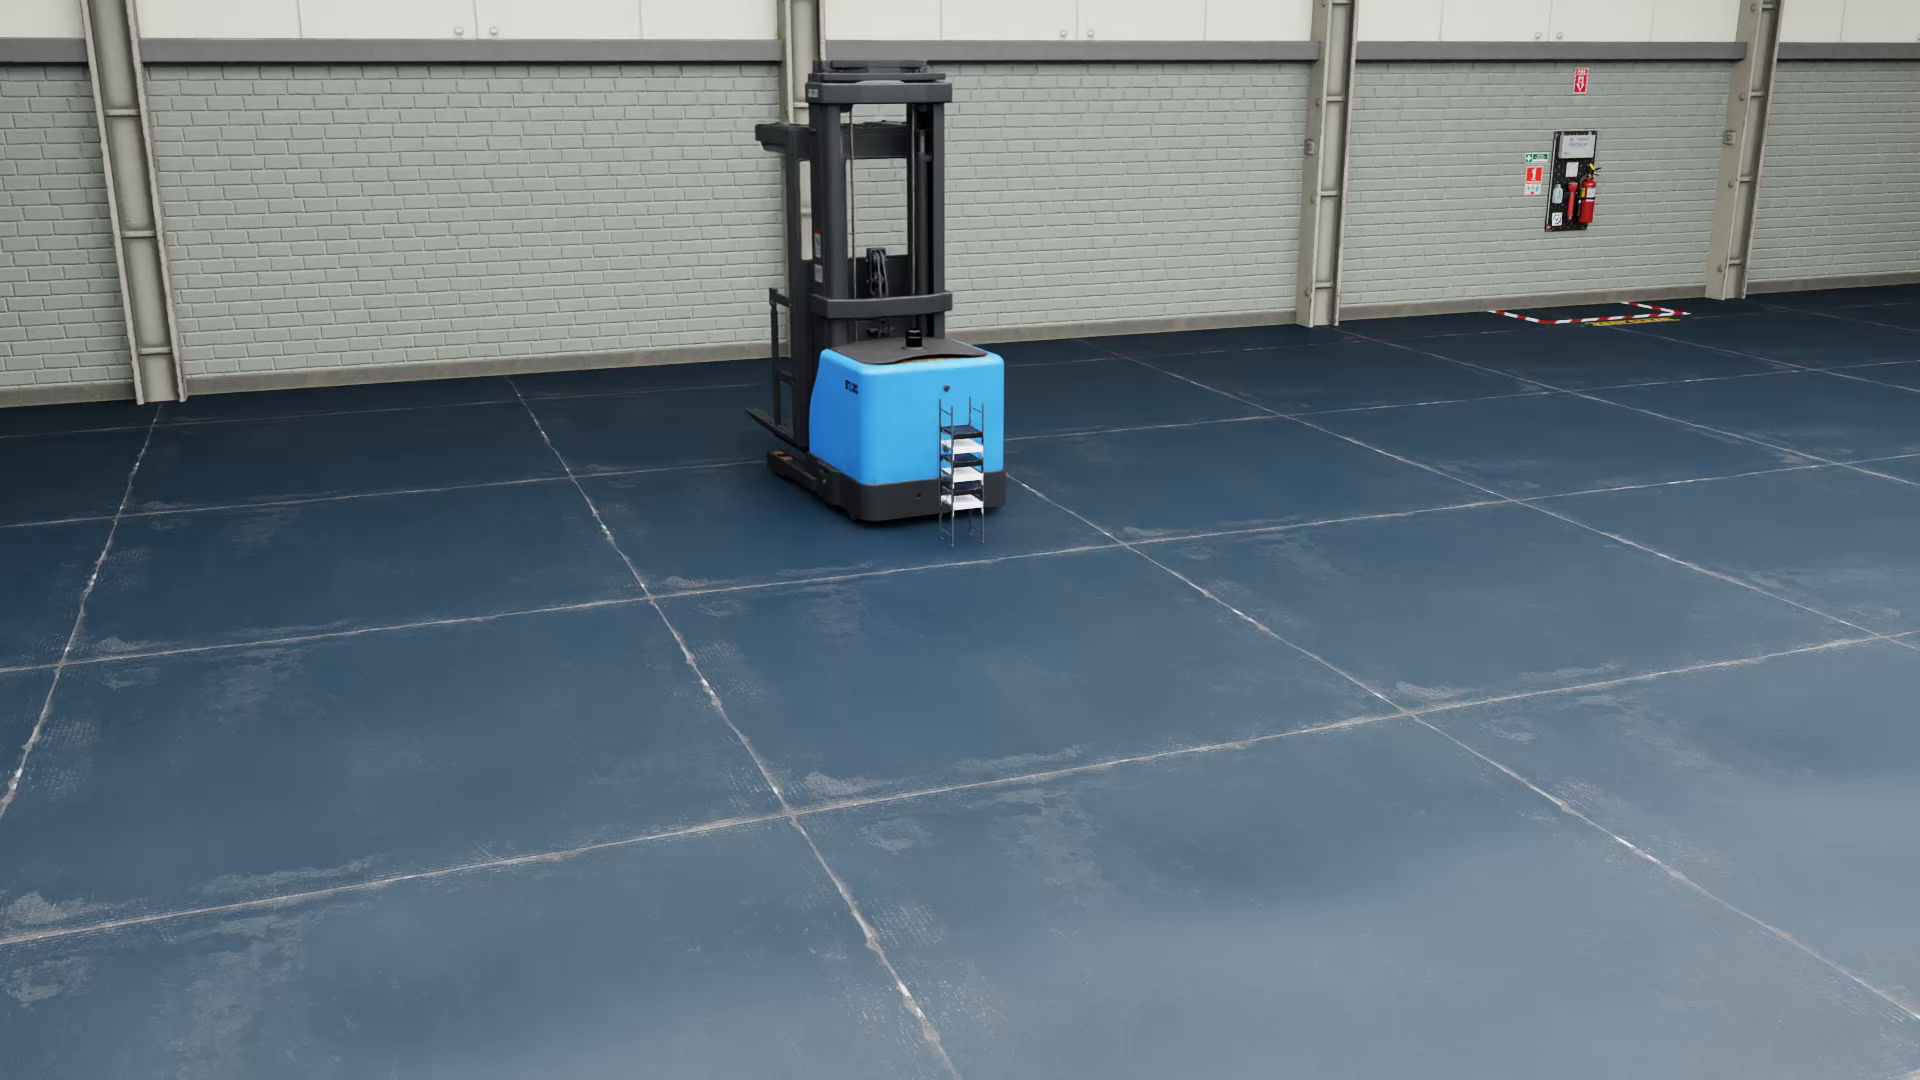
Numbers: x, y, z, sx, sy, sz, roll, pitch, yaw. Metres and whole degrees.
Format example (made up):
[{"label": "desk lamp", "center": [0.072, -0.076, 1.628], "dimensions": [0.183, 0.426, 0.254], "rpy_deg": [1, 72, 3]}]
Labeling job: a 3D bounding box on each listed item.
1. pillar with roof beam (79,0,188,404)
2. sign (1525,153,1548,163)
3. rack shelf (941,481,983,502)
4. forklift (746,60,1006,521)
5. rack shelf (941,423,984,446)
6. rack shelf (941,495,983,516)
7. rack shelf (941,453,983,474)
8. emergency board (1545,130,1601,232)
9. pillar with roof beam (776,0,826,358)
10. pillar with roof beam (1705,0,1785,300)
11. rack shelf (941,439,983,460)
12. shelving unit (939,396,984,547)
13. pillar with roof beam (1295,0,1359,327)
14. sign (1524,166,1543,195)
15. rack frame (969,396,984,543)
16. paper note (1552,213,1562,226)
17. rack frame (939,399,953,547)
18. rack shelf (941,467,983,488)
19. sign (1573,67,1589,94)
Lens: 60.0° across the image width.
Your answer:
[{"label": "pillar with roof beam", "center": [-5.593, -4.441, 9.751], "dimensions": [0.400, 9.000, 9.100], "rpy_deg": [-6, 17, -20]}, {"label": "sign", "center": [6.808, -4.512, 19.636], "dimensions": [0.331, 0.109, 0.001], "rpy_deg": [-6, 17, -20]}, {"label": "rack shelf", "center": [0.008, -0.314, 10.509], "dimensions": [0.200, 0.077, 0.258], "rpy_deg": [-6, 17, -20]}, {"label": "forklift", "center": [-0.776, -1.897, 11.855], "dimensions": [1.130, 2.935, 3.031], "rpy_deg": [-7, 18, -24]}, {"label": "rack shelf", "center": [0.008, -0.660, 10.408], "dimensions": [0.200, 0.077, 0.258], "rpy_deg": [-6, 17, -20]}, {"label": "rack shelf", "center": [0.008, -0.228, 10.534], "dimensions": [0.200, 0.077, 0.258], "rpy_deg": [-6, 17, -20]}, {"label": "rack shelf", "center": [0.008, -0.487, 10.458], "dimensions": [0.200, 0.077, 0.258], "rpy_deg": [-6, 17, -20]}, {"label": "emergency board", "center": [7.354, -4.271, 19.819], "dimensions": [0.643, 1.169, 0.194], "rpy_deg": [-6, 17, -20]}, {"label": "pillar with roof beam", "center": [0.010, -5.046, 11.811], "dimensions": [0.400, 9.000, 9.100], "rpy_deg": [-6, 17, -20]}, {"label": "pillar with roof beam", "center": [11.215, -6.256, 15.931], "dimensions": [0.400, 9.000, 9.100], "rpy_deg": [-6, 17, -20]}, {"label": "rack shelf", "center": [0.008, -0.573, 10.433], "dimensions": [0.200, 0.077, 0.258], "rpy_deg": [-6, 17, -20]}, {"label": "shelving unit", "center": [0.008, -0.433, 10.474], "dimensions": [0.210, 0.900, 0.258], "rpy_deg": [-6, 17, -20]}, {"label": "pillar with roof beam", "center": [5.613, -5.651, 13.871], "dimensions": [0.400, 9.000, 9.100], "rpy_deg": [-6, 17, -20]}, {"label": "sign", "center": [6.800, -4.260, 19.717], "dimensions": [0.234, 0.329, 0.001], "rpy_deg": [-6, 17, -20]}, {"label": "rack frame", "center": [0.103, -0.443, 10.509], "dimensions": [0.006, 0.900, 0.240], "rpy_deg": [-6, 17, -20]}, {"label": "paper note", "center": [7.164, -3.849, 19.945], "dimensions": [0.142, 0.148, 0.016], "rpy_deg": [-6, 17, -20]}, {"label": "rack frame", "center": [-0.087, -0.422, 10.439], "dimensions": [0.006, 0.900, 0.240], "rpy_deg": [-6, 17, -20]}, {"label": "rack shelf", "center": [0.008, -0.401, 10.484], "dimensions": [0.200, 0.077, 0.258], "rpy_deg": [-6, 17, -20]}, {"label": "sign", "center": [7.311, -5.409, 19.579], "dimensions": [0.199, 0.298, 0.001], "rpy_deg": [-6, 17, -20]}]
